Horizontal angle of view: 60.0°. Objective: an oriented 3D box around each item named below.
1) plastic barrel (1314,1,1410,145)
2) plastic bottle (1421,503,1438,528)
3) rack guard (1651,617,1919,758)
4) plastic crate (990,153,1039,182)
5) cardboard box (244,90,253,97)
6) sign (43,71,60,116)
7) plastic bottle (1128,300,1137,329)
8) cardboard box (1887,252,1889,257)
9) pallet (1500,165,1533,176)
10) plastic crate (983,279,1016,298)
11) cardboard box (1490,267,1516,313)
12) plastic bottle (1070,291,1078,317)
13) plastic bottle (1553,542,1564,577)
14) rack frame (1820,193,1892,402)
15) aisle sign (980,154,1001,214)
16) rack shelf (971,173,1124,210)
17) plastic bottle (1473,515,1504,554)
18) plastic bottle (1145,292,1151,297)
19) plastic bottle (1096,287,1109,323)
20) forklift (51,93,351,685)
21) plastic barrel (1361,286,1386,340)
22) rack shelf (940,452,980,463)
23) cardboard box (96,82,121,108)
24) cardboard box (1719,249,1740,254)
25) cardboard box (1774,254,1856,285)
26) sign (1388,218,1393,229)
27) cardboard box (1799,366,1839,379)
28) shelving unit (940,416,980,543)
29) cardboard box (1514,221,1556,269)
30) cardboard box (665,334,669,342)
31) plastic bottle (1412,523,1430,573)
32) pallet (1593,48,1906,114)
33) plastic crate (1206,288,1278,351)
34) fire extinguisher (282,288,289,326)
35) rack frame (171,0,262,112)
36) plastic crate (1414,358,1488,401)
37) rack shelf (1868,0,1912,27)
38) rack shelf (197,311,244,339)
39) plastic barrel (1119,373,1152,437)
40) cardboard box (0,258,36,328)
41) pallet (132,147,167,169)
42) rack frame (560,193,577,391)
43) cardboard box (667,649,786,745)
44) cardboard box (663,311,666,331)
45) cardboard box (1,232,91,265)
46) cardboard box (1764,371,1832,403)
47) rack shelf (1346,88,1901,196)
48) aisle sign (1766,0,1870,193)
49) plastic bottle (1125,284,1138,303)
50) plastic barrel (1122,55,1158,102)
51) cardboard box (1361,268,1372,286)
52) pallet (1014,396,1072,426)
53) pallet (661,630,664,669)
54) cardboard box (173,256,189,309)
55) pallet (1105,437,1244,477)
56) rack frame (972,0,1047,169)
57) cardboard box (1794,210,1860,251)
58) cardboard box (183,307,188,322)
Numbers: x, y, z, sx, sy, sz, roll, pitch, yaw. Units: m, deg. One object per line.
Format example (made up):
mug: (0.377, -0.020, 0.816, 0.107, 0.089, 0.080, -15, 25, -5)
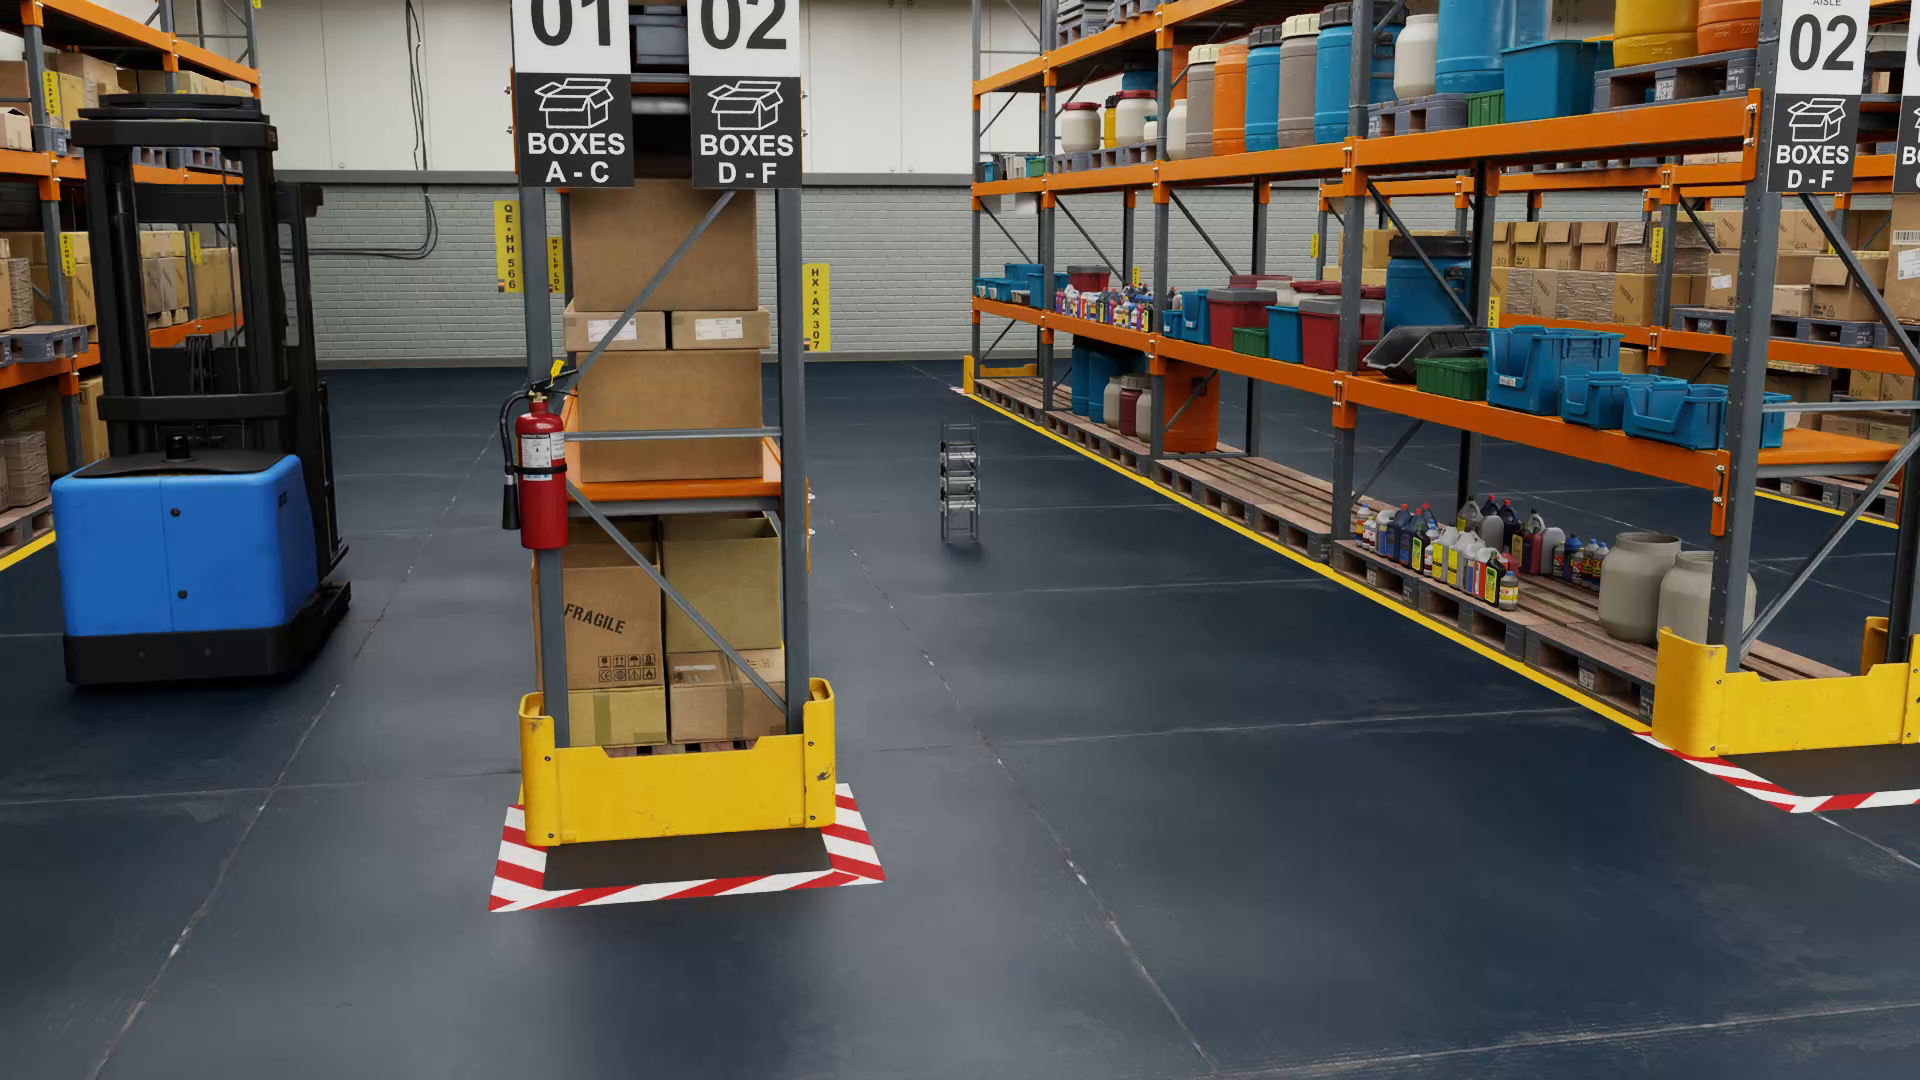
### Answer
plastic barrel: (2.687, -3.105, 11.124, 0.600, 0.901, 0.708, -2, 11, -11)
plastic bottle: (2.890, -0.057, 10.380, 0.144, 0.351, 0.185, -2, 11, -11)
rack guard: (3.716, 0.650, 7.447, 1.175, 0.500, 0.348, -2, 11, -11)
plastic crate: (0.692, -4.654, 20.767, 0.504, 0.338, 0.767, -2, 11, -11)
cardboard box: (-8.643, -5.040, 19.635, 0.500, 0.500, 0.500, -2, 11, -11)
sign: (-6.965, -3.420, 12.738, 0.100, 0.325, 0.005, -2, 11, -11)
plastic bottle: (1.636, -2.129, 15.703, 0.097, 0.271, 0.097, 0, 11, 0)
cardboard box: (10.965, -3.251, 19.214, 0.380, 0.149, 0.250, -2, 11, -12)
pallet: (6.528, -4.160, 18.522, 0.805, 0.209, 1.217, -3, 11, -13)
plastic crate: (0.518, -3.270, 21.641, 0.416, 0.233, 0.300, -2, 11, -11)
cardboard box: (6.244, -2.811, 18.674, 0.500, 0.500, 0.500, -2, 11, -11)
plastic bottle: (1.226, -2.516, 17.736, 0.097, 0.271, 0.097, 0, 11, 0)
plastic bottle: (3.584, 0.111, 9.896, 0.097, 0.201, 0.097, 0, 11, 0)
rack frame: (11.186, -3.109, 20.509, 1.000, 3.000, 0.127, -2, 11, -11)
aisle sign: (0.359, -4.780, 22.336, 0.394, 0.787, 0.004, -2, 11, -11)
rack shelf: (1.054, -4.254, 20.426, 1.077, 0.370, 4.000, -2, 11, -11)
plastic bottle: (3.303, -0.025, 10.414, 0.152, 0.276, 0.135, -2, 11, -11)
plastic bottle: (2.005, -2.486, 17.568, 0.152, 0.276, 0.135, -2, 11, -11)
plastic bottle: (1.449, -2.367, 16.740, 0.144, 0.351, 0.185, -2, 11, -11)
forklift: (-4.169, -0.957, 9.386, 1.130, 2.935, 3.031, -2, 11, -12)
plastic barrel: (3.028, -1.550, 11.954, 0.433, 0.535, 0.433, 0, 11, 0)
rack shelf: (-0.002, -0.588, 12.093, 0.258, 0.077, 0.200, -2, 11, -11)
cardboard box: (-8.040, -3.880, 15.095, 0.700, 0.500, 0.500, -2, 11, -12)
cardboard box: (10.541, -3.665, 22.365, 0.500, 0.500, 0.500, -2, 11, -12)
cardboard box: (7.430, -2.273, 14.724, 0.700, 0.500, 0.500, 0, 11, -3)
sign: (6.058, -4.383, 23.473, 0.100, 0.325, 0.005, -2, 11, -11)
cardboard box: (10.813, -2.107, 20.951, 0.380, 0.149, 0.250, -2, 11, -10)
shelving unit: (-0.002, -0.444, 12.120, 0.258, 0.900, 0.210, -2, 11, -11)
cardboard box: (6.555, -3.246, 18.278, 0.797, 0.503, 0.637, -2, 11, -10)
cardboard box: (-1.268, -0.618, 7.154, 0.700, 0.500, 0.500, -2, 11, -10)
plastic bottle: (2.776, 0.048, 10.010, 0.061, 0.283, 0.133, -2, 11, -8)
pallet: (3.712, -2.102, 7.702, 1.003, 0.211, 1.213, -2, 11, -11)
plastic crate: (2.235, -1.757, 13.236, 0.402, 0.464, 0.583, -2, 11, -11)
fire extinguisher: (-8.630, -2.964, 20.949, 0.296, 0.674, 0.183, -2, 11, -11)
rack frame: (-9.053, -6.087, 20.113, 1.000, 3.000, 0.127, -2, 11, -11)
plastic crate: (2.986, -0.936, 9.661, 0.450, 0.188, 0.662, -2, 11, -11)
rack shelf: (7.468, -4.244, 13.420, 1.077, 0.370, 4.000, -2, 11, -11)
rack shelf: (-8.664, -2.420, 18.814, 1.077, 0.370, 4.000, -2, 11, -11)
plastic barrel: (1.889, -1.351, 16.600, 0.600, 0.588, 0.708, -2, 11, -11)
cardboard box: (-7.396, -1.853, 12.463, 0.700, 0.500, 0.500, -3, 11, -18)
pallet: (-8.049, -3.620, 15.683, 0.805, 0.209, 1.217, -3, 11, -13)
rack frame: (-1.861, -1.120, 10.060, 1.000, 3.000, 0.127, -2, 11, -11)
cardboard box: (-0.969, 0.651, 6.983, 0.500, 0.250, 0.500, -2, 11, -11)
cardboard box: (-1.150, -1.024, 7.550, 0.380, 0.149, 0.250, -3, 11, -13)
cardboard box: (-7.338, -2.345, 13.370, 0.500, 0.250, 0.500, -2, 11, -10)
cardboard box: (7.352, -1.351, 14.777, 0.500, 0.250, 0.500, -1, 11, -5)
rack shelf: (3.387, -2.053, 8.863, 1.077, 0.370, 4.000, -2, 11, -11)
aisle sign: (3.499, -1.819, 6.780, 0.394, 0.787, 0.004, -2, 11, -11)
plastic bottle: (1.837, -2.547, 17.688, 0.144, 0.351, 0.185, -2, 11, -11)
plastic barrel: (1.925, -4.386, 16.730, 0.600, 0.901, 0.708, -2, 11, -11)
cardboard box: (5.553, -3.468, 22.000, 0.500, 0.250, 0.500, -2, 11, -13)
pallet: (1.261, -1.531, 19.674, 1.003, 0.211, 1.213, -2, 11, -11)
pallet: (-1.507, 0.621, 8.369, 1.003, 0.211, 1.213, -2, 11, -11)
cardboard box: (-7.938, -2.536, 16.383, 0.500, 0.500, 0.500, -2, 11, -12)
pallet: (2.026, -0.807, 15.870, 1.003, 0.211, 1.213, -2, 11, -11)
rack frame: (0.665, -6.448, 22.006, 1.000, 3.000, 0.127, -2, 11, -11)
cardboard box: (10.829, -3.872, 20.779, 0.500, 0.500, 0.500, -3, 11, -13)
cardboard box: (-7.932, -2.241, 16.569, 0.380, 0.149, 0.250, -2, 11, -10)
